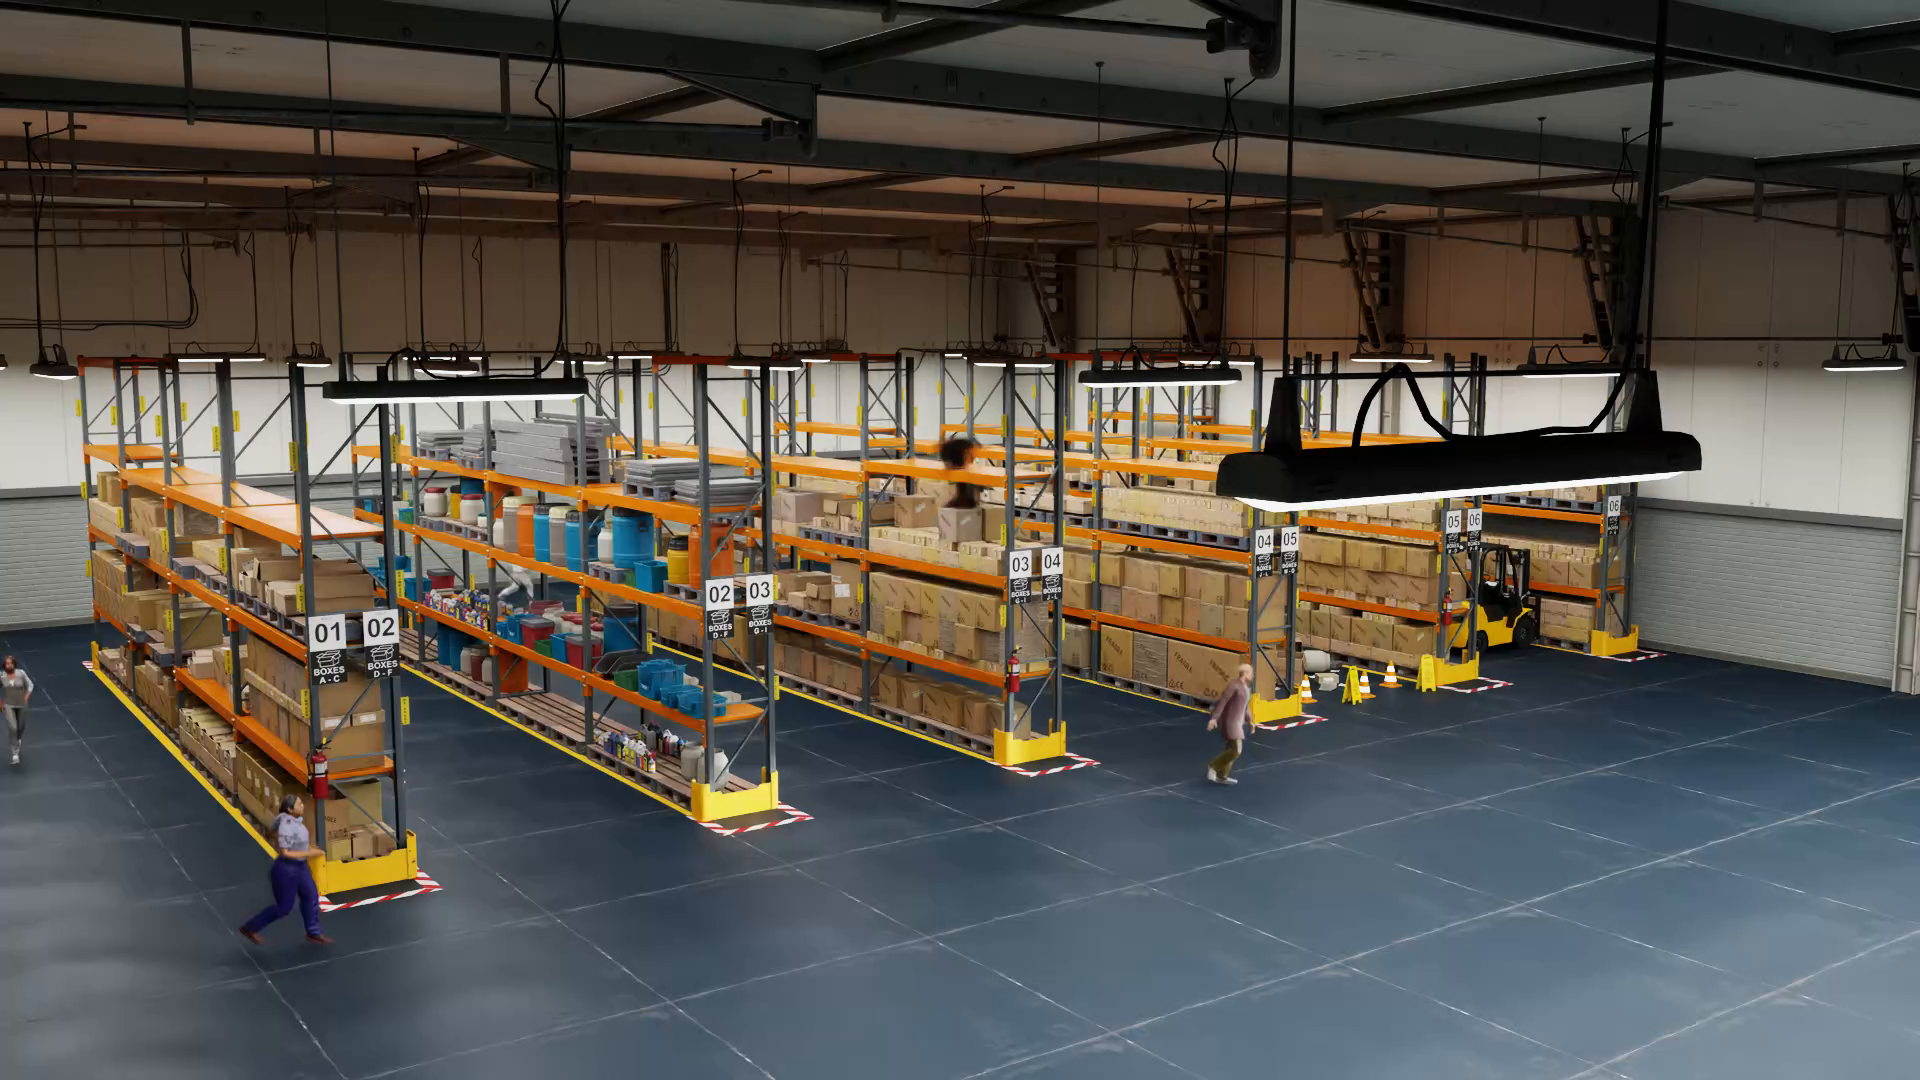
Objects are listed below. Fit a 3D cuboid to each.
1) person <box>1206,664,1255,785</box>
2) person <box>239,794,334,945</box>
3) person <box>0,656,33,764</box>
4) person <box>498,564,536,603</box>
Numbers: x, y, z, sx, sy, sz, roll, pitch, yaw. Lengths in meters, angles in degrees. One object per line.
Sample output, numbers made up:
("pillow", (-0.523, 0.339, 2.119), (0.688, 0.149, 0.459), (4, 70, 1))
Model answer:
("person", (3.831, 2.618, 23.627), (0.588, 1.738, 0.743), (4, 8, 30))
("person", (-7.006, 3.460, 17.230), (0.899, 1.648, 0.568), (-1, 7, -12))
("person", (-14.258, 2.515, 25.059), (0.540, 1.607, 0.733), (-4, 8, -32))
("person", (-10.275, 0.778, 38.702), (1.056, 1.729, 0.668), (-2, 7, -16))
